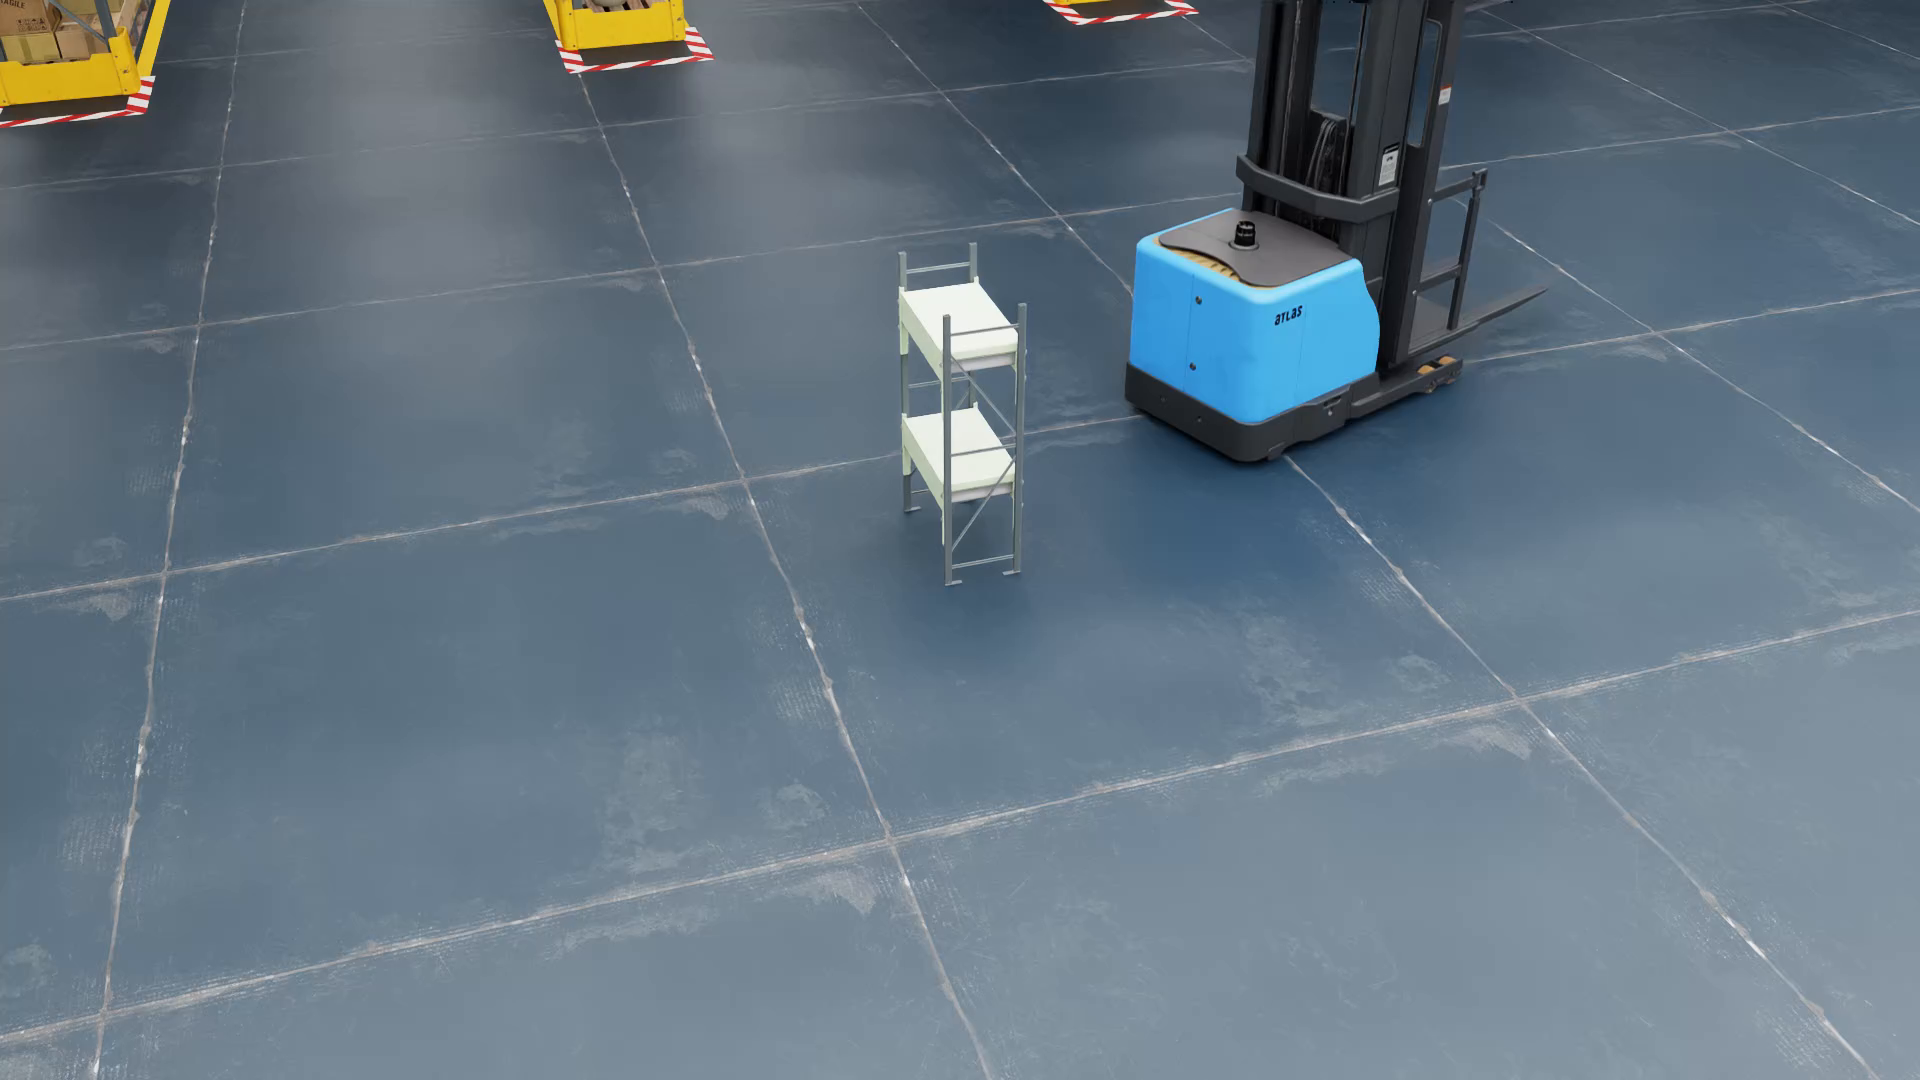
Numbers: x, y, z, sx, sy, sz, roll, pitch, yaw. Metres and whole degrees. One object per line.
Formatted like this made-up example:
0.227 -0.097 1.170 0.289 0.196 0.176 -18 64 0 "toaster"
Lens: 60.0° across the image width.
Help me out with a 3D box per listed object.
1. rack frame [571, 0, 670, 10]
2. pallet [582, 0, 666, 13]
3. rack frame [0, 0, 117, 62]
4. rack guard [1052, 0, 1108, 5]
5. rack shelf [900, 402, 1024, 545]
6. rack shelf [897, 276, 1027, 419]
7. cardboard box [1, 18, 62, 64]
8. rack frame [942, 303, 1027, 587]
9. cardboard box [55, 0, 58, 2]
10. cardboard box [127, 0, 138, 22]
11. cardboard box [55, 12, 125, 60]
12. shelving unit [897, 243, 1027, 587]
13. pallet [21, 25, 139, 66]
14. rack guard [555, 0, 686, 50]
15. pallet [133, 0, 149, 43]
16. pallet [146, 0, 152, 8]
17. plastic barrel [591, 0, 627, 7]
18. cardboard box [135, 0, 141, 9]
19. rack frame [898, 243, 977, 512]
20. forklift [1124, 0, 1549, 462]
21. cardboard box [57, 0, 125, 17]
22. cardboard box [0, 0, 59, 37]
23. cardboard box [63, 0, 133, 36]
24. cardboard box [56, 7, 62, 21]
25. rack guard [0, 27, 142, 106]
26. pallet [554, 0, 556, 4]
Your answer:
-3.179 -6.045 15.177 1.000 3.000 0.127 -10 35 -15 "rack frame"
-3.489 -5.341 16.641 1.003 0.211 1.213 -10 35 -15 "pallet"
-7.897 -5.214 13.920 1.000 3.000 0.127 -10 35 -15 "rack frame"
1.515 -5.875 17.187 1.175 0.500 0.348 -10 35 -15 "rack guard"
0.002 -0.350 8.511 0.431 0.370 0.720 -10 35 -15 "rack shelf"
0.002 -0.948 8.116 0.431 0.370 0.720 -10 35 -15 "rack shelf"
-8.342 -4.474 14.913 0.500 0.250 0.500 -10 35 -15 "cardboard box"
0.114 -0.430 8.040 0.400 1.500 0.023 -10 35 -15 "rack frame"
-8.663 -5.309 15.496 0.500 0.500 0.500 -10 35 -15 "cardboard box"
-8.157 -5.085 15.838 0.500 0.250 0.500 -10 35 -15 "cardboard box"
-7.849 -4.561 15.045 0.500 0.250 0.500 -10 35 -15 "cardboard box"
0.002 -0.622 8.331 0.431 1.500 0.755 -10 35 -15 "shelving unit"
-8.170 -4.445 15.285 1.003 0.211 1.213 -10 35 -15 "pallet"
-3.246 -5.034 15.915 1.175 0.500 0.348 -10 35 -15 "rack guard"
-8.539 -5.085 16.253 1.003 0.211 1.213 -10 35 -15 "pallet"
-8.914 -5.726 17.224 1.003 0.211 1.213 -10 35 -15 "pallet"
-3.452 -5.515 16.251 0.421 0.512 0.421 0 33 0 "plastic barrel"
-8.305 -5.349 16.237 0.500 0.250 0.500 -10 35 -15 "cardboard box"
-0.110 -0.814 8.622 0.400 1.500 0.023 -10 35 -15 "rack frame"
2.451 -2.318 9.600 3.031 2.935 1.130 -24 40 -31 "forklift"
-8.003 -5.136 15.235 0.500 0.500 0.500 -10 35 -15 "cardboard box"
-8.344 -4.786 14.706 0.500 0.500 0.500 -10 35 -15 "cardboard box"
-8.005 -4.823 15.441 0.500 0.250 0.500 -10 35 -15 "cardboard box"
-8.506 -4.734 15.307 0.500 0.250 0.500 -10 35 -15 "cardboard box"
-7.890 -4.159 14.590 1.175 0.500 0.348 -10 35 -15 "rack guard"
-3.858 -5.980 17.609 1.003 0.211 1.213 -10 35 -15 "pallet"
